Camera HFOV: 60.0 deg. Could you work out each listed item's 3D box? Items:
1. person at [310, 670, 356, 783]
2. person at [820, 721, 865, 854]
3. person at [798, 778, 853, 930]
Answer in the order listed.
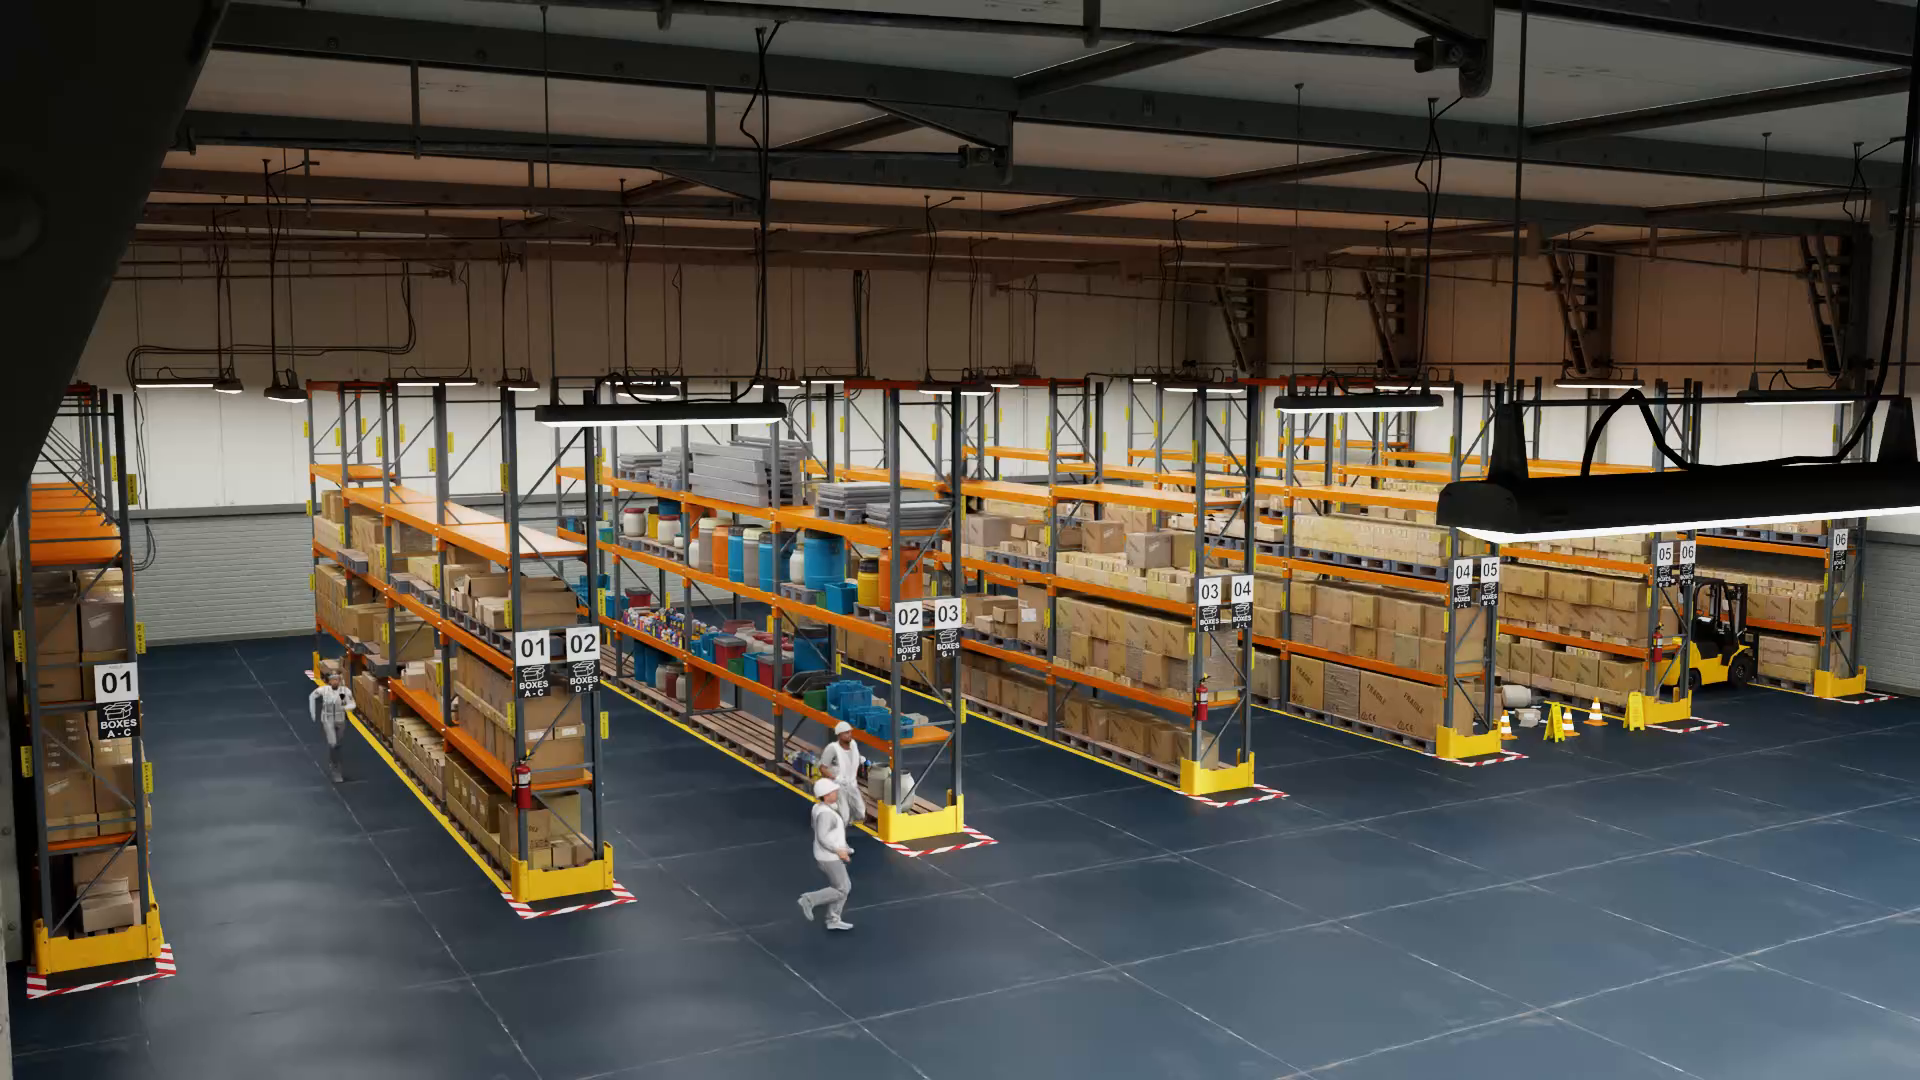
[{"bbox_3d":[-9.558,2.805,25.380,0.636,1.726,0.827,-3,7,-28],"label":"person"},{"bbox_3d":[-1.504,3.195,21.476,0.615,1.740,0.683,6,8,42],"label":"person"},{"bbox_3d":[-1.510,3.512,18.542,0.624,1.734,0.664,-1,6,-10],"label":"person"}]
